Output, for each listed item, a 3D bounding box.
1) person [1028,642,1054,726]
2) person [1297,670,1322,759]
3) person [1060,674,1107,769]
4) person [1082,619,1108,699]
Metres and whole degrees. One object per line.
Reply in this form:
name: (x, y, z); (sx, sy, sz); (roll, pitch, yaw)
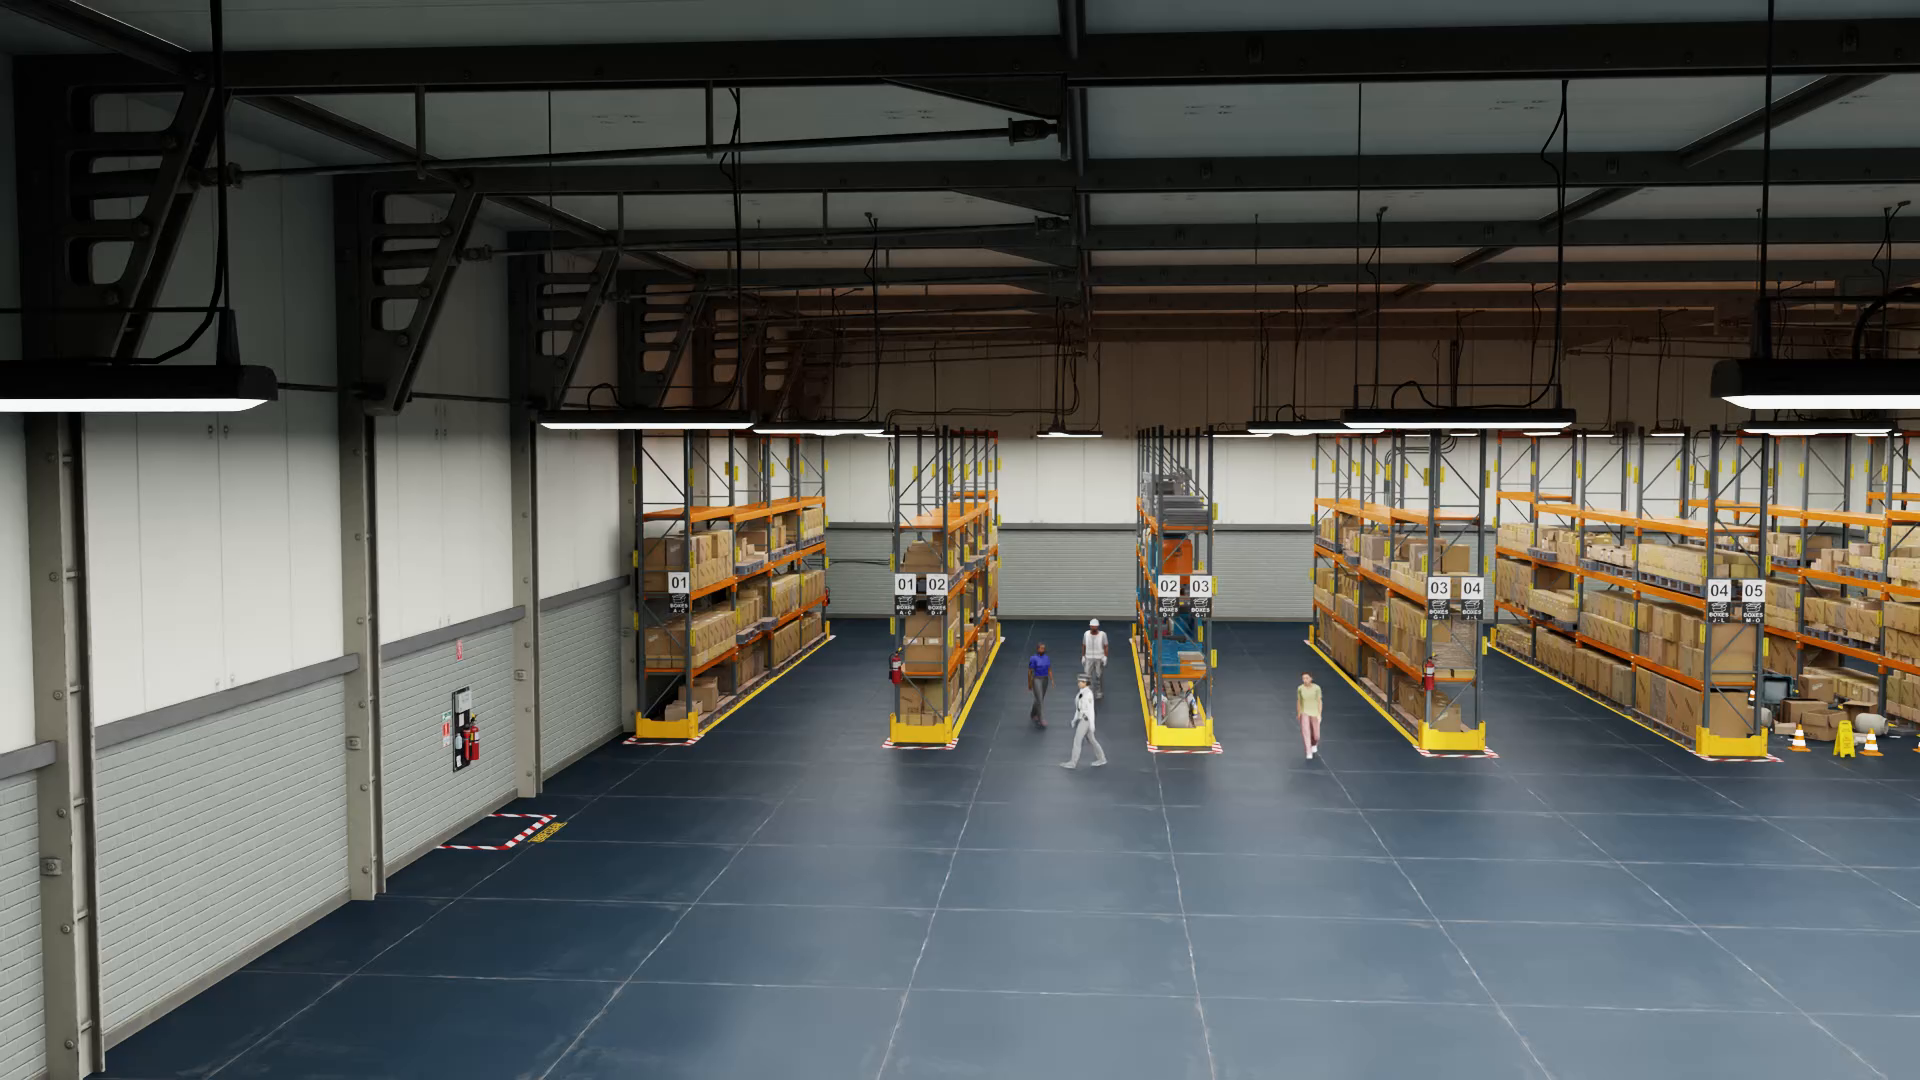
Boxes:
person: (1.640, 2.879, 33.532); (0.497, 1.623, 0.838); (-3, 4, -37)
person: (6.318, 3.132, 30.062); (0.444, 1.557, 1.019); (1, 3, 11)
person: (2.157, 3.155, 29.051); (0.836, 1.636, 0.492); (0, 3, -1)
person: (2.967, 2.653, 36.600); (0.610, 1.839, 0.533); (1, 4, 17)
